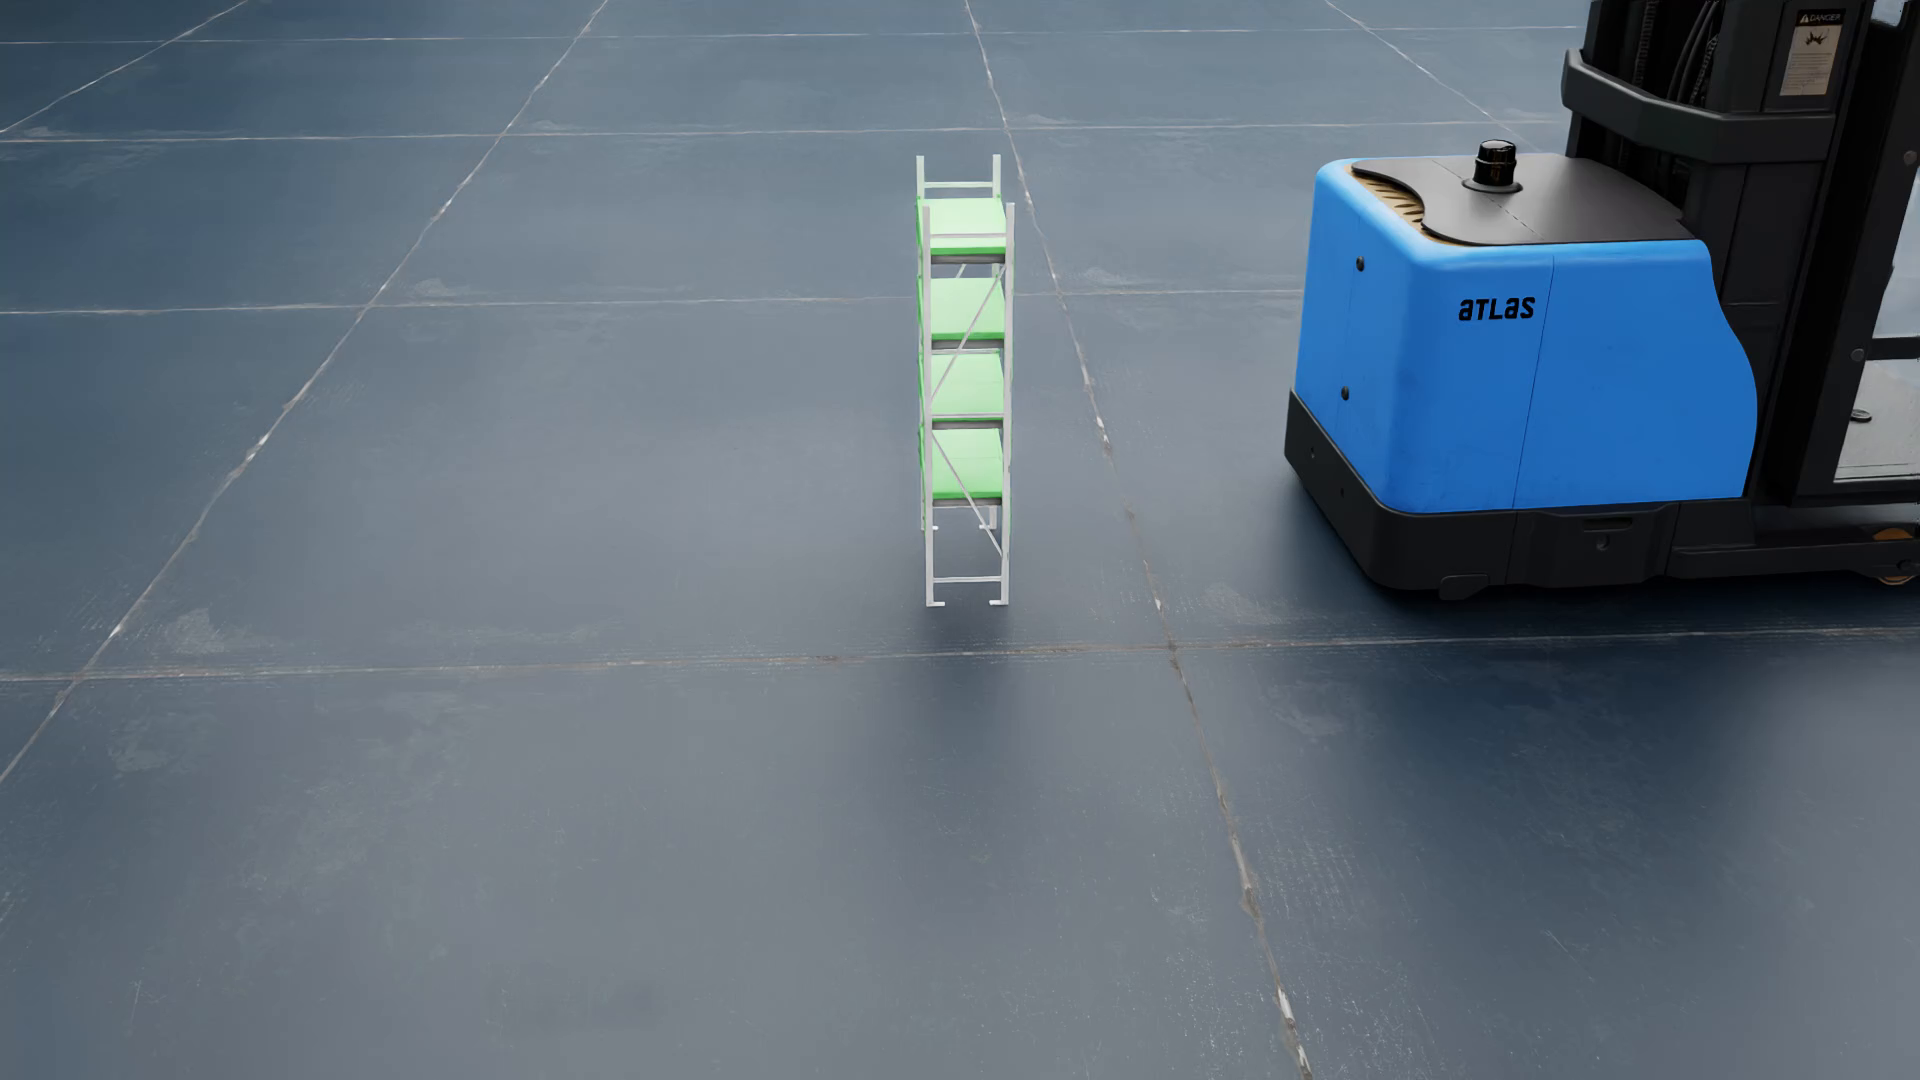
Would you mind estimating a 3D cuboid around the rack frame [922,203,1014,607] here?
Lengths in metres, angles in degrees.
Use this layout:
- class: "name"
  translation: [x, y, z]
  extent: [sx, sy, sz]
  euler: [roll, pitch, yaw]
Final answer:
- class: "rack frame"
  translation: [0.021, -0.343, 4.610]
  extent: [0.240, 1.200, 0.015]
  euler: [-1, 28, -3]

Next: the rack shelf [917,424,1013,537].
- class: "rack shelf"
  translation: [0.009, -0.186, 4.966]
  extent: [0.258, 0.148, 0.480]
  euler: [-1, 28, -3]

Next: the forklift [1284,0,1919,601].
- class: "forklift"
  translation: [2.654, -1.406, 4.776]
  extent: [3.031, 2.935, 1.130]
  euler: [-3, 28, -6]

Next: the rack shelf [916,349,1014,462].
- class: "rack shelf"
  translation: [0.009, -0.399, 4.856]
  extent: [0.258, 0.148, 0.480]
  euler: [-1, 28, -3]

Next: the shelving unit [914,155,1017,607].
- class: "shelving unit"
  translation: [0.009, -0.456, 4.826]
  extent: [0.258, 1.200, 0.503]
  euler: [-1, 28, -3]

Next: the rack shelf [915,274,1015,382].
- class: "rack shelf"
  translation: [0.009, -0.612, 4.745]
  extent: [0.258, 0.148, 0.480]
  euler: [-1, 28, -3]

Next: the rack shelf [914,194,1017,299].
- class: "rack shelf"
  translation: [0.009, -0.824, 4.634]
  extent: [0.258, 0.148, 0.480]
  euler: [-1, 28, -3]

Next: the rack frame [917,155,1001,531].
- class: "rack frame"
  translation: [-0.004, -0.568, 5.042]
  extent: [0.240, 1.200, 0.015]
  euler: [-1, 28, -3]
